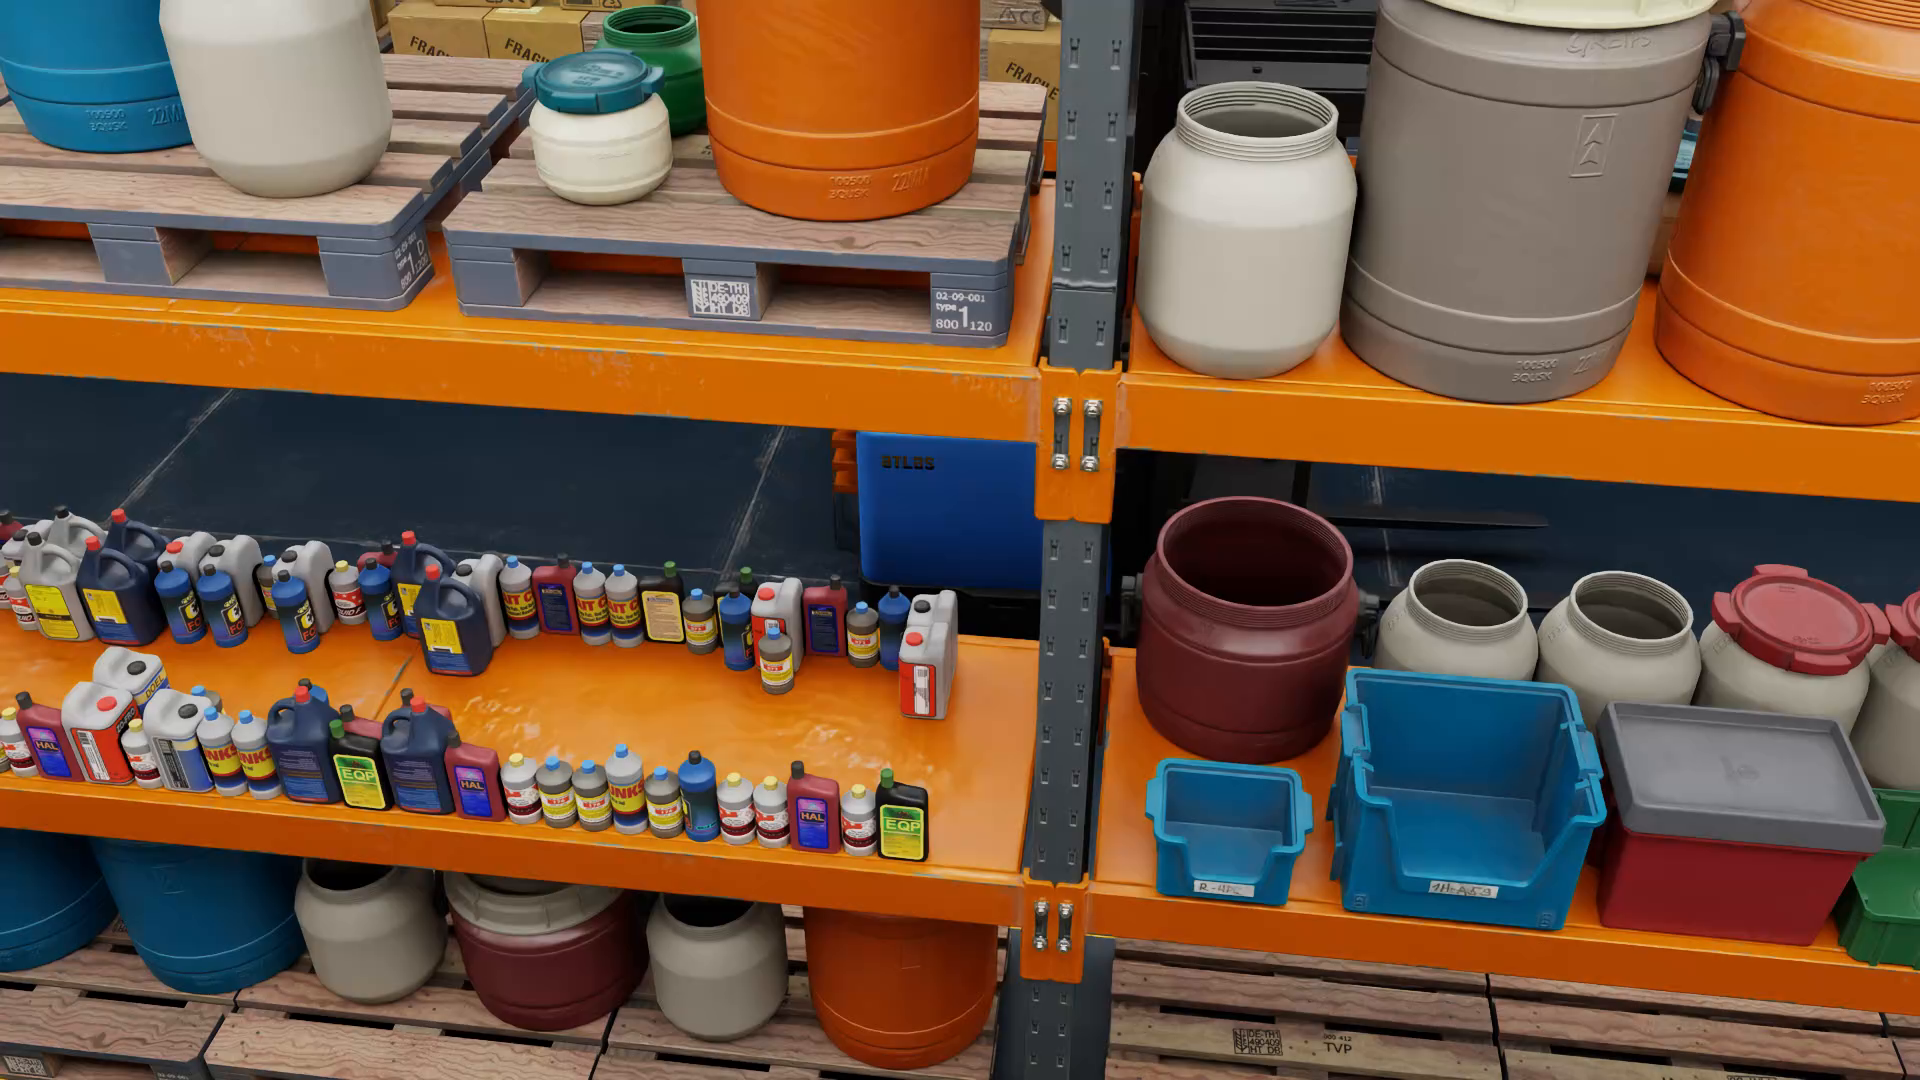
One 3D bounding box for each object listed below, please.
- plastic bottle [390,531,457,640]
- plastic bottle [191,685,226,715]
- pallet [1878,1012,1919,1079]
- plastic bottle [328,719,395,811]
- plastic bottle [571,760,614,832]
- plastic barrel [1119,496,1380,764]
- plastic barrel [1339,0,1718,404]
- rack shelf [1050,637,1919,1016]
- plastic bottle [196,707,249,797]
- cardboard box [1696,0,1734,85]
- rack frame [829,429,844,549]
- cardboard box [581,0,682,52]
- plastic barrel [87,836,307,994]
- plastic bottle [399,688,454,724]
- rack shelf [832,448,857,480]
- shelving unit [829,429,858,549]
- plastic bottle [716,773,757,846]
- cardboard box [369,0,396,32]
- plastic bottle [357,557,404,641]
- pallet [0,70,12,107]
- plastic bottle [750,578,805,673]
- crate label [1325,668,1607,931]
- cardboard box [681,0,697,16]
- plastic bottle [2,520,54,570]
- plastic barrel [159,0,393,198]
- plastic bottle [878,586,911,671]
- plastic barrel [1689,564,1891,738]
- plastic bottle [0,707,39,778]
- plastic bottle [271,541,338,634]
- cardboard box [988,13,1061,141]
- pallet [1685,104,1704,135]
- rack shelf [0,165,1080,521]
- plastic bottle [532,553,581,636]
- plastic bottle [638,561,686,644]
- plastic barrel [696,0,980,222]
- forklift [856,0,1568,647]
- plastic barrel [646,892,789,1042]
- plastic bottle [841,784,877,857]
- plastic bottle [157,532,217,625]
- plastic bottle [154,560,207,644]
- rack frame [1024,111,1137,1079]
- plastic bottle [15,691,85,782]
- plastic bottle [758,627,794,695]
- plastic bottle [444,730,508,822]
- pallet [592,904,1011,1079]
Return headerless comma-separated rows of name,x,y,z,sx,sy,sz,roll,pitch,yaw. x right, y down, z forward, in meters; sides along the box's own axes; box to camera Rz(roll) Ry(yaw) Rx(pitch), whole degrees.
plastic bottle,-1.615,0.128,5.031,0.185,0.351,0.144,4,36,6
plastic bottle,-2.104,0.494,4.647,0.097,0.201,0.097,0,36,0
pallet,3.490,1.838,4.993,1.213,0.211,1.003,4,36,6
plastic bottle,-1.598,0.598,4.431,0.133,0.283,0.061,4,36,6
plastic bottle,-0.972,0.667,4.404,0.097,0.201,0.097,0,36,0
plastic barrel,0.806,0.247,4.705,0.708,0.536,0.600,4,36,6
plastic barrel,1.094,-0.797,3.270,0.600,0.901,0.600,0,36,0
rack shelf,2.291,0.883,4.549,4.000,0.370,1.077,4,36,6
plastic bottle,-1.990,0.563,4.490,0.097,0.271,0.097,0,36,0
cardboard box,4.135,-2.670,8.031,1.000,1.000,1.000,4,36,6
rack frame,-0.563,-0.514,7.437,0.006,1.200,0.240,3,36,4
cardboard box,-1.610,-2.496,8.579,0.500,0.500,0.500,3,36,5
plastic barrel,-2.421,0.932,5.306,0.708,0.901,0.600,4,36,6
plastic bottle,-1.447,0.525,4.533,0.133,0.283,0.061,4,36,6
rack shelf,-0.472,-0.376,7.527,0.180,0.103,0.258,3,36,4
shelving unit,-0.472,-0.510,7.432,0.189,1.200,0.258,3,36,4
plastic bottle,-0.586,0.696,4.364,0.097,0.201,0.097,0,36,0
cardboard box,-3.462,-2.953,9.178,0.500,0.250,0.500,4,36,5
plastic bottle,-1.759,0.171,5.039,0.097,0.271,0.097,0,36,0
pallet,-2.871,-0.996,4.143,1.003,0.211,1.213,4,36,6
plastic bottle,-0.540,0.241,4.937,0.135,0.276,0.152,4,36,6
crate label,1.258,0.658,4.216,0.616,0.435,0.502,4,36,6
cardboard box,-1.097,-3.019,8.449,0.637,0.503,0.797,5,36,7
plastic bottle,-2.866,0.067,5.181,0.135,0.276,0.152,4,36,6
plastic barrel,-1.471,-1.049,3.577,0.433,0.535,0.433,0,36,0
plastic bottle,-0.193,0.252,4.925,0.097,0.271,0.097,0,36,0
plastic barrel,2.197,0.400,4.491,0.433,0.535,0.433,0,36,0
plastic bottle,-2.582,0.547,4.572,0.097,0.201,0.097,0,36,0
plastic bottle,-2.002,0.132,5.090,0.135,0.276,0.152,4,36,6
cardboard box,0.417,-2.346,8.368,0.500,0.500,0.500,5,36,7
pallet,4.166,-2.178,8.384,1.213,0.211,1.003,4,36,6
rack shelf,-1.677,-0.633,4.093,4.000,0.370,1.077,4,36,6
plastic bottle,-1.221,0.160,5.044,0.133,0.283,0.061,4,36,6
plastic bottle,-0.896,0.184,5.010,0.133,0.283,0.061,4,36,6
plastic barrel,-0.256,-1.168,3.491,0.708,0.830,0.600,4,36,6
forklift,1.115,-0.989,6.613,3.031,2.935,1.130,3,36,4
plastic barrel,-0.752,1.268,5.172,0.421,0.512,0.421,0,36,0
plastic bottle,-0.261,0.720,4.330,0.097,0.201,0.097,0,36,0
plastic bottle,-2.366,0.104,5.128,0.135,0.276,0.152,4,36,6
plastic bottle,-2.363,0.180,5.027,0.097,0.271,0.097,0,36,0
rack frame,0.307,0.443,4.548,0.127,3.000,1.000,4,36,6
plastic bottle,-2.470,0.533,4.522,0.133,0.283,0.061,4,36,6
plastic bottle,-0.537,0.344,4.857,0.097,0.201,0.097,0,36,0
plastic bottle,-1.282,0.621,4.398,0.133,0.283,0.061,4,36,6
pallet,-0.480,1.543,5.406,1.213,0.211,1.003,4,36,6
